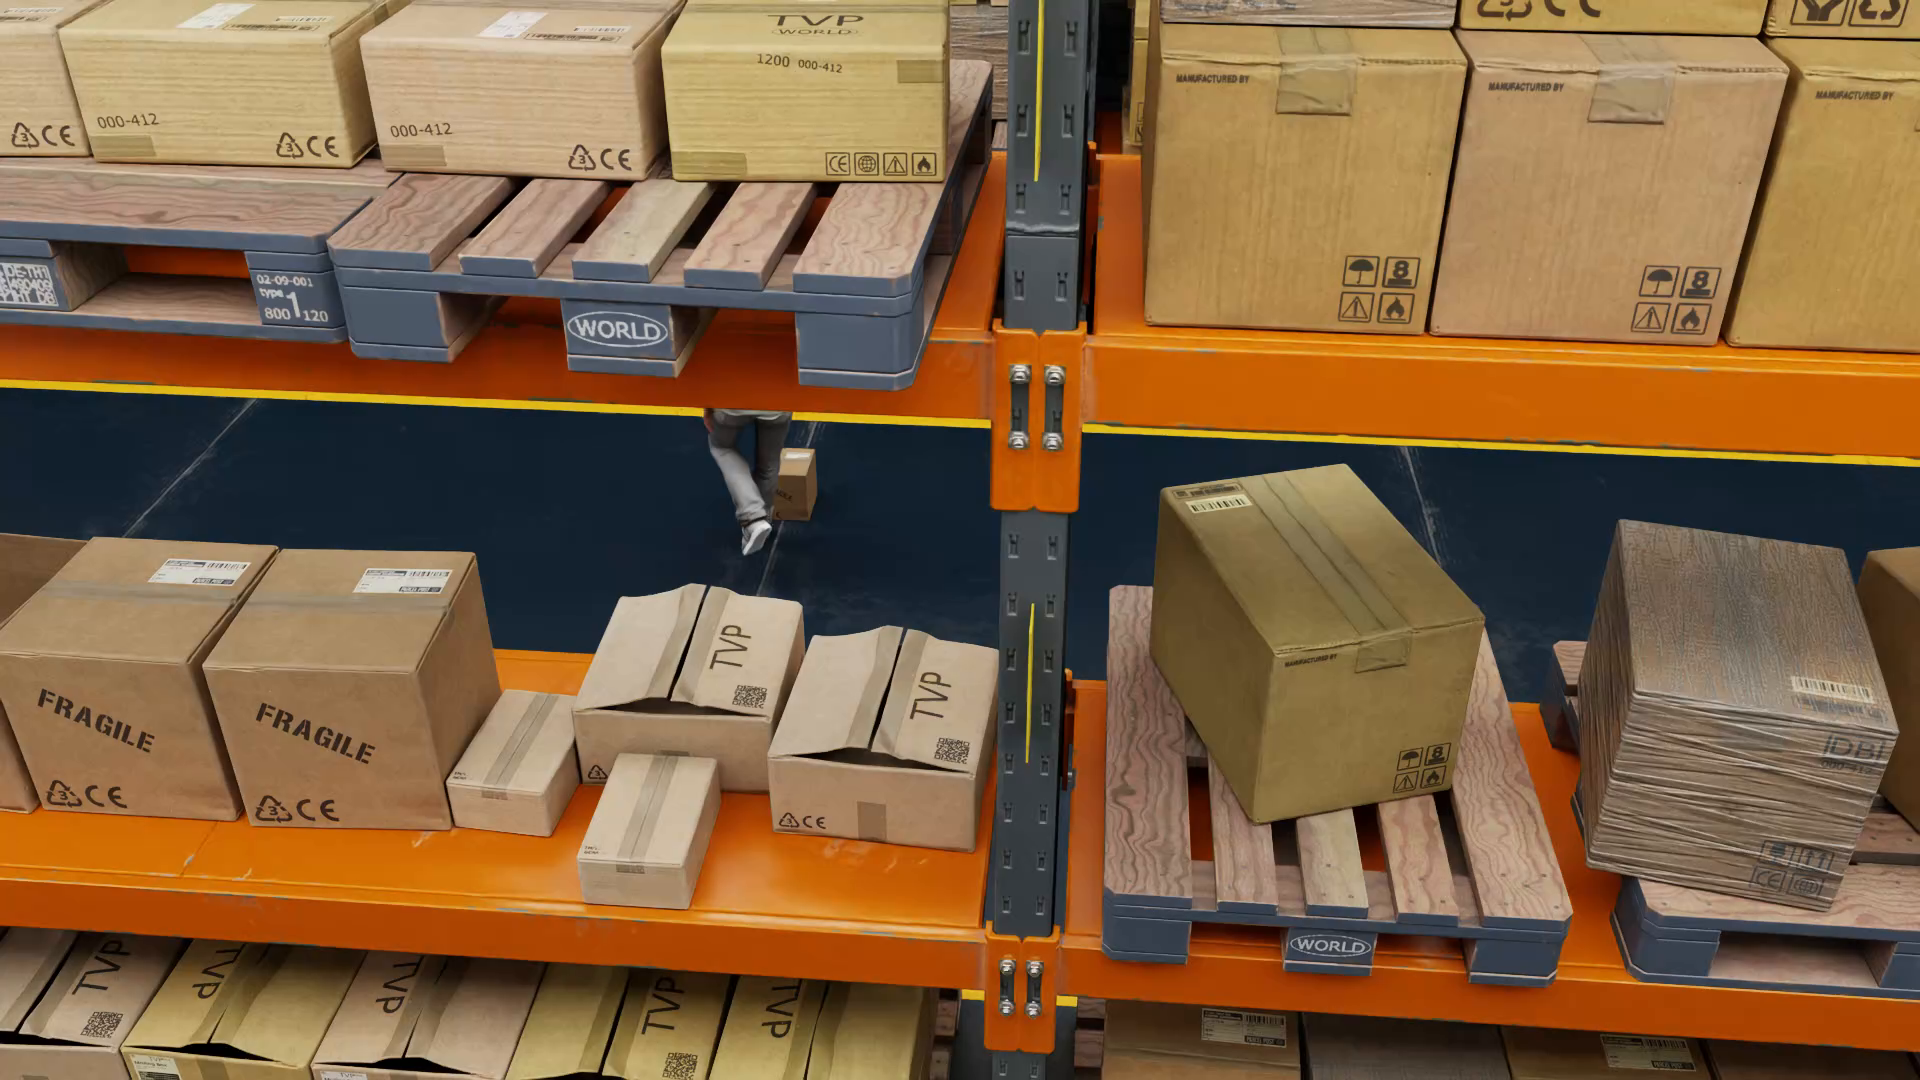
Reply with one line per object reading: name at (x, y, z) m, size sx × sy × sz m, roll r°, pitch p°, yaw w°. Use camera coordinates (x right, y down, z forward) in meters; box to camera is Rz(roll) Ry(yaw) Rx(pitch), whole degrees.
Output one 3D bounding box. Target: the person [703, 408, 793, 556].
person at (-0.873, -0.630, 7.124) m, size 0.480 × 1.582 × 0.618 m, roll -7°, pitch 33°, yaw -11°
